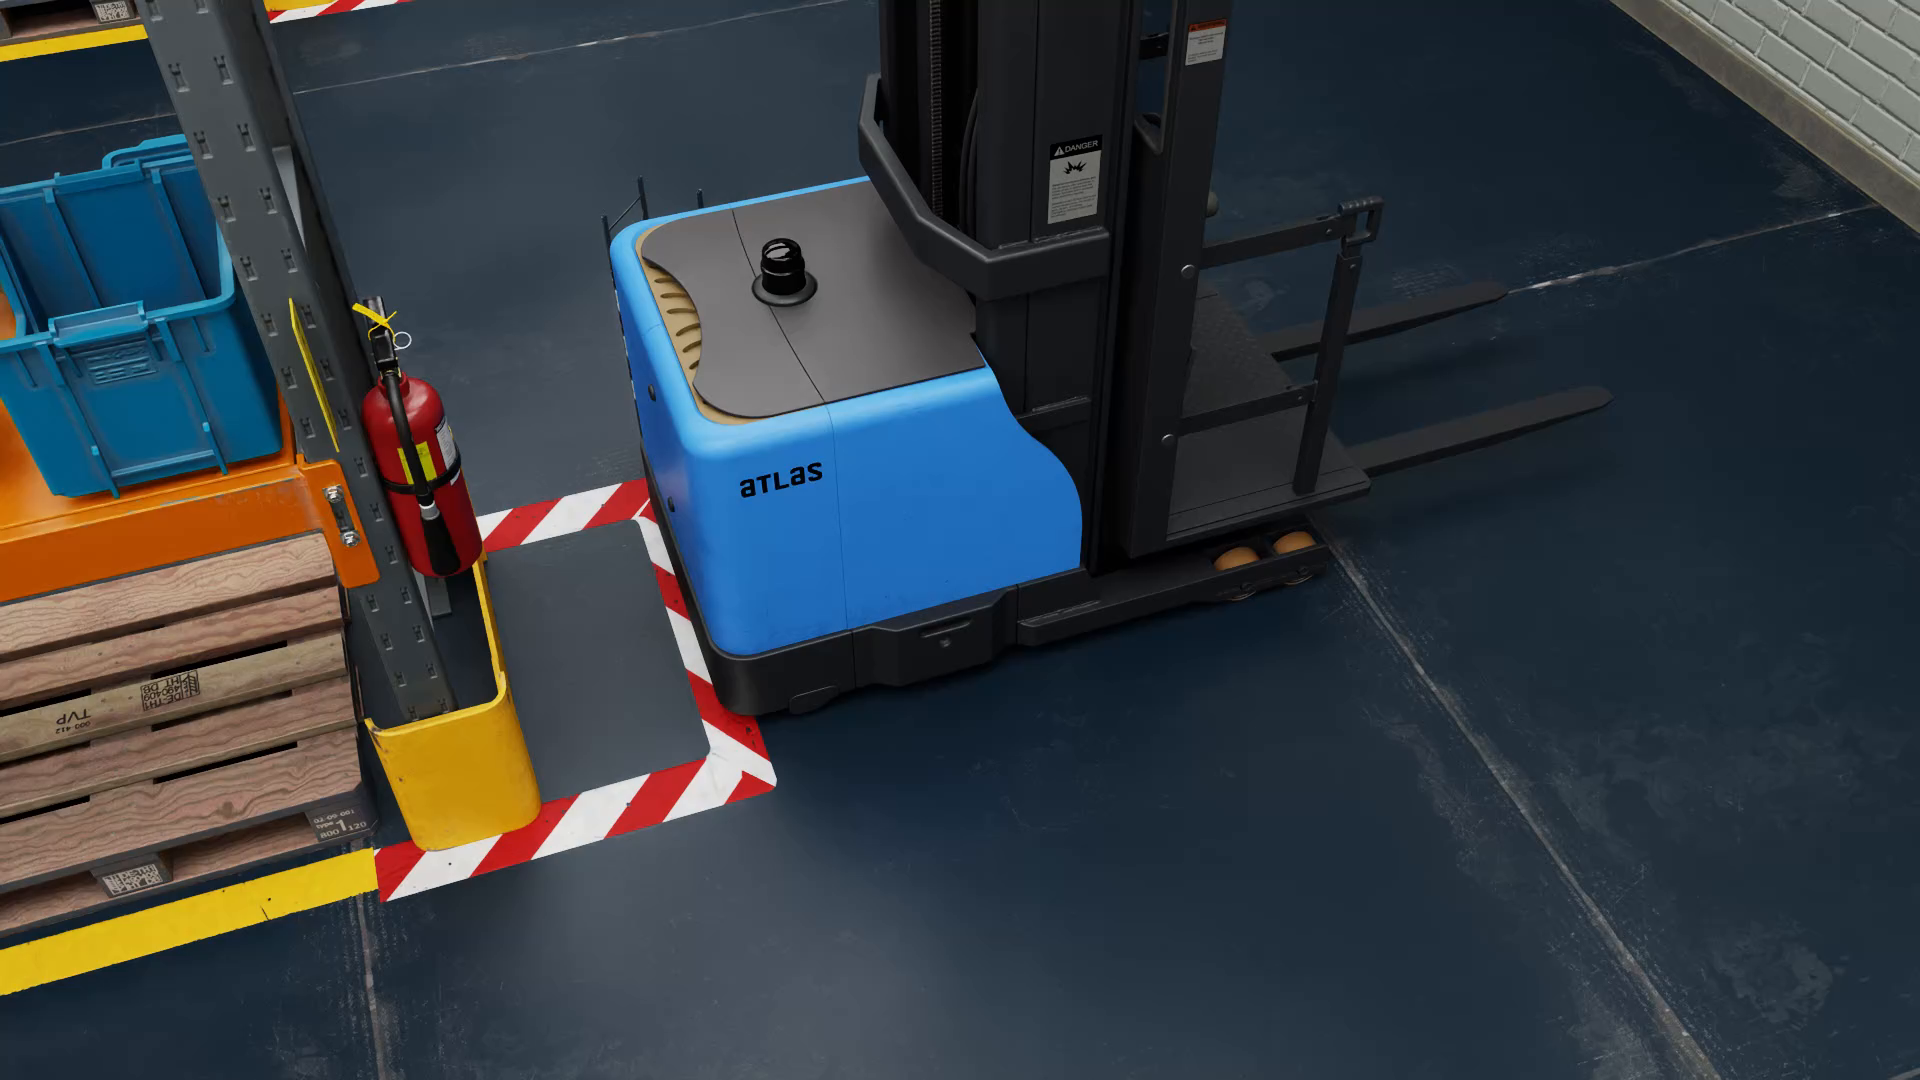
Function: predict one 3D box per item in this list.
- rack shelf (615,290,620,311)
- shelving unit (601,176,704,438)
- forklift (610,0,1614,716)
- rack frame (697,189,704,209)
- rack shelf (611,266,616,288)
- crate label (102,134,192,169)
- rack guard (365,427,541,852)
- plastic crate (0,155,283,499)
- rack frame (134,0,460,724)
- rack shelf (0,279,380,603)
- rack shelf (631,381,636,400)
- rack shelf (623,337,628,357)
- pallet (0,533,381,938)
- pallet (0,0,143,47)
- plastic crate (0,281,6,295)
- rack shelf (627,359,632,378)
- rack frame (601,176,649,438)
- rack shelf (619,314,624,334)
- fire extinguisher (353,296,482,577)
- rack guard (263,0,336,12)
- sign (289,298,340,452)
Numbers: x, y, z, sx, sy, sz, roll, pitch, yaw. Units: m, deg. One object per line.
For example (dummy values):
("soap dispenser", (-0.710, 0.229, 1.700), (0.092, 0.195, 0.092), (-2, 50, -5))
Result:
("rack shelf", (-0.924, -0.796, 5.200), (0.200, 0.077, 0.258), (15, 47, 15))
("shelving unit", (-0.924, -0.692, 5.304), (0.210, 0.900, 0.258), (15, 47, 15))
("forklift", (0.589, -1.188, 4.365), (3.031, 2.935, 1.130), (-15, 47, -14))
("rack frame", (-0.829, -0.666, 5.278), (0.006, 0.900, 0.240), (15, 47, 15))
("rack shelf", (-0.924, -0.859, 5.137), (0.200, 0.077, 0.258), (15, 47, 15))
("crate label", (-1.843, -0.754, 3.960), (0.303, 0.233, 0.416), (-14, 47, -14))
("rack guard", (-1.481, 0.236, 4.662), (0.348, 0.500, 1.175), (-14, 47, -14))
("plastic crate", (-1.751, -0.461, 3.524), (0.499, 0.435, 0.616), (-14, 47, -14))
("rack frame", (-1.499, -0.632, 3.763), (0.127, 3.000, 1.000), (-14, 47, -14))
("rack shelf", (-3.380, 0.103, 3.538), (4.000, 0.370, 1.077), (-14, 47, -14))
("rack shelf", (-0.924, -0.541, 5.455), (0.200, 0.077, 0.258), (15, 47, 15))
("rack shelf", (-0.924, -0.668, 5.328), (0.200, 0.077, 0.258), (15, 47, 15))
("pallet", (-2.288, 0.524, 4.578), (1.213, 0.211, 1.003), (-14, 47, -14))
("pallet", (-3.998, -2.738, 7.830), (1.213, 0.211, 1.003), (-14, 47, -14))
("plastic crate", (-2.173, -0.698, 3.972), (0.298, 0.136, 0.250), (-14, 47, -14))
("rack shelf", (-0.924, -0.605, 5.392), (0.200, 0.077, 0.258), (15, 47, 15))
("rack frame", (-1.019, -0.718, 5.330), (0.006, 0.900, 0.240), (15, 47, 15))
("rack shelf", (-0.924, -0.732, 5.264), (0.200, 0.077, 0.258), (15, 47, 15))
("fire extinguisher", (-1.203, -0.207, 3.656), (0.183, 0.674, 0.296), (-14, 47, -14))
("rack guard", (-3.249, -3.033, 7.920), (0.348, 0.500, 1.175), (-14, 47, -14))
("sign", (-1.297, -0.327, 3.343), (0.005, 0.325, 0.100), (-14, 47, -14))
